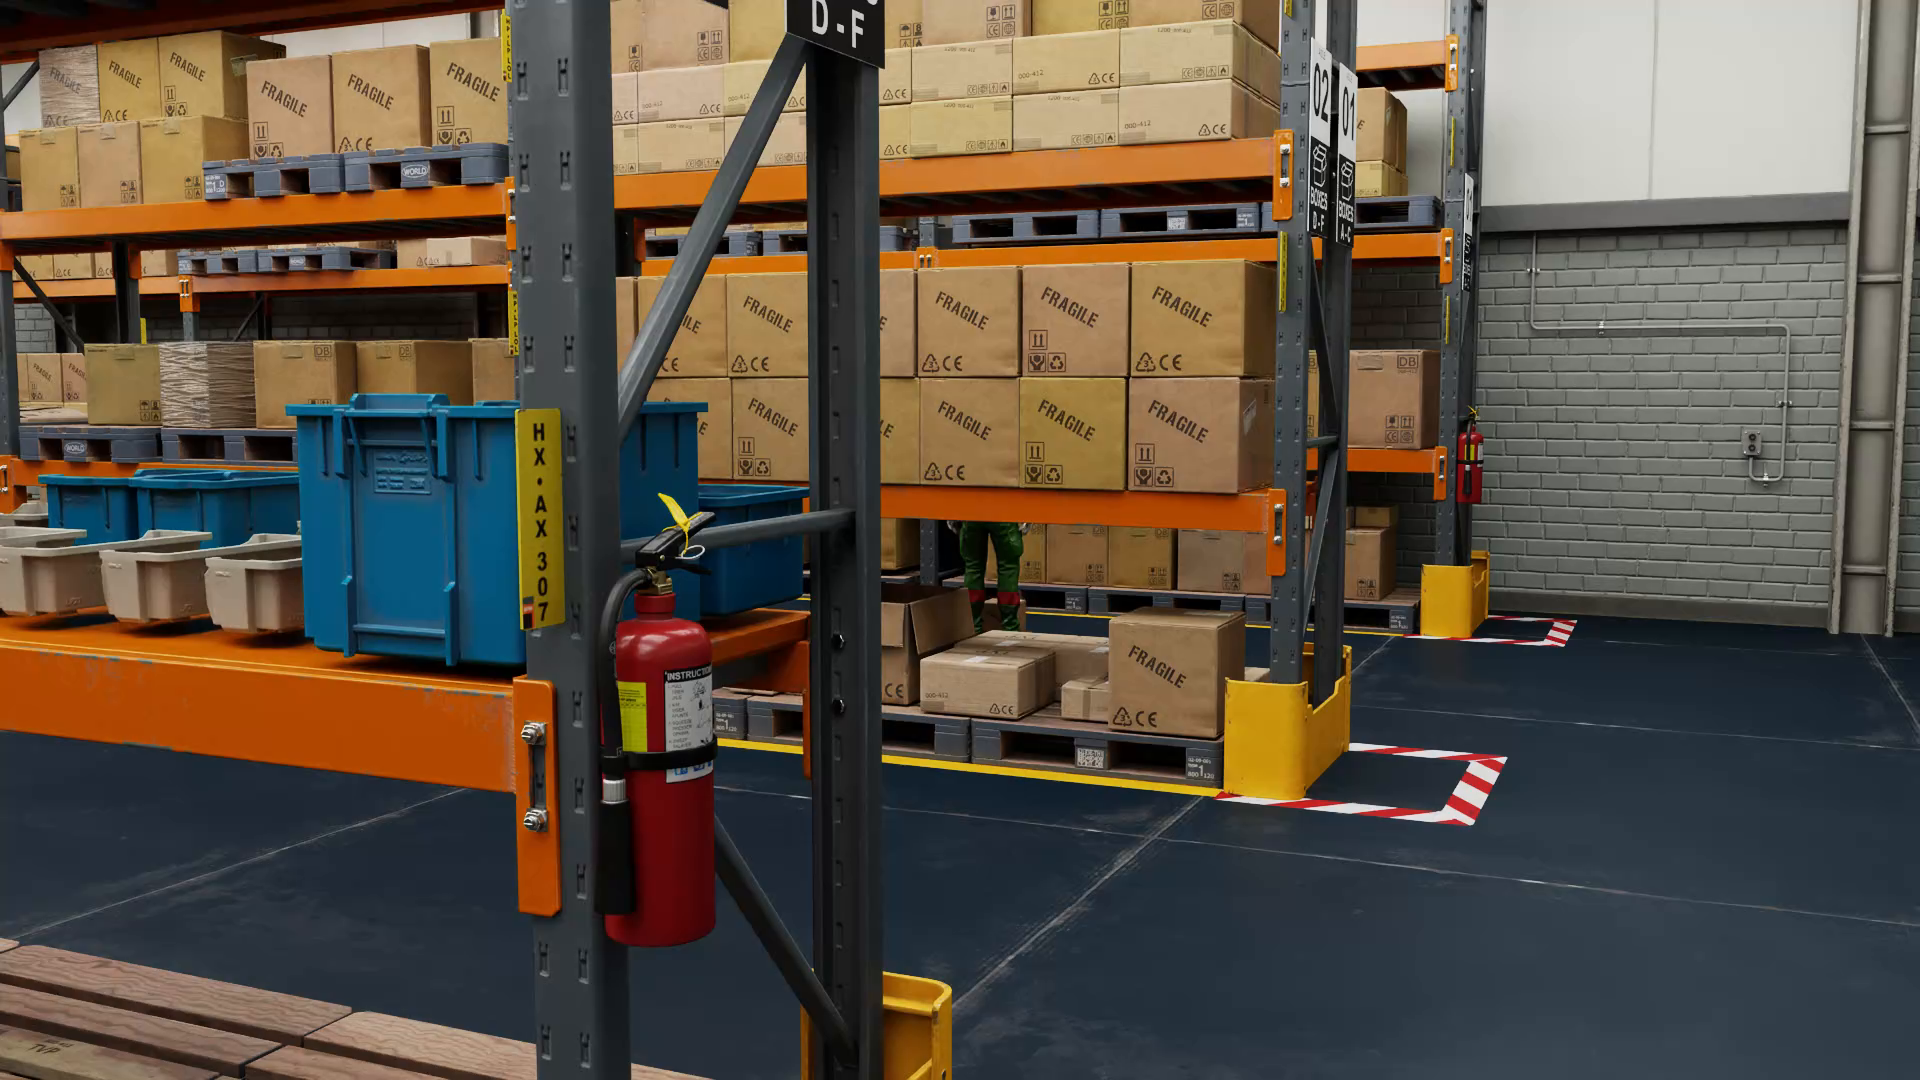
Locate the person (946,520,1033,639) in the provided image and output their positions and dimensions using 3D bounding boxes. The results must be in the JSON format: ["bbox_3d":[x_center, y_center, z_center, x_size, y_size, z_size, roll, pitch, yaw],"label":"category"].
[{"bbox_3d":[0.199,-0.188,11.357,0.618,1.779,0.452,2,6,20],"label":"person"}]
